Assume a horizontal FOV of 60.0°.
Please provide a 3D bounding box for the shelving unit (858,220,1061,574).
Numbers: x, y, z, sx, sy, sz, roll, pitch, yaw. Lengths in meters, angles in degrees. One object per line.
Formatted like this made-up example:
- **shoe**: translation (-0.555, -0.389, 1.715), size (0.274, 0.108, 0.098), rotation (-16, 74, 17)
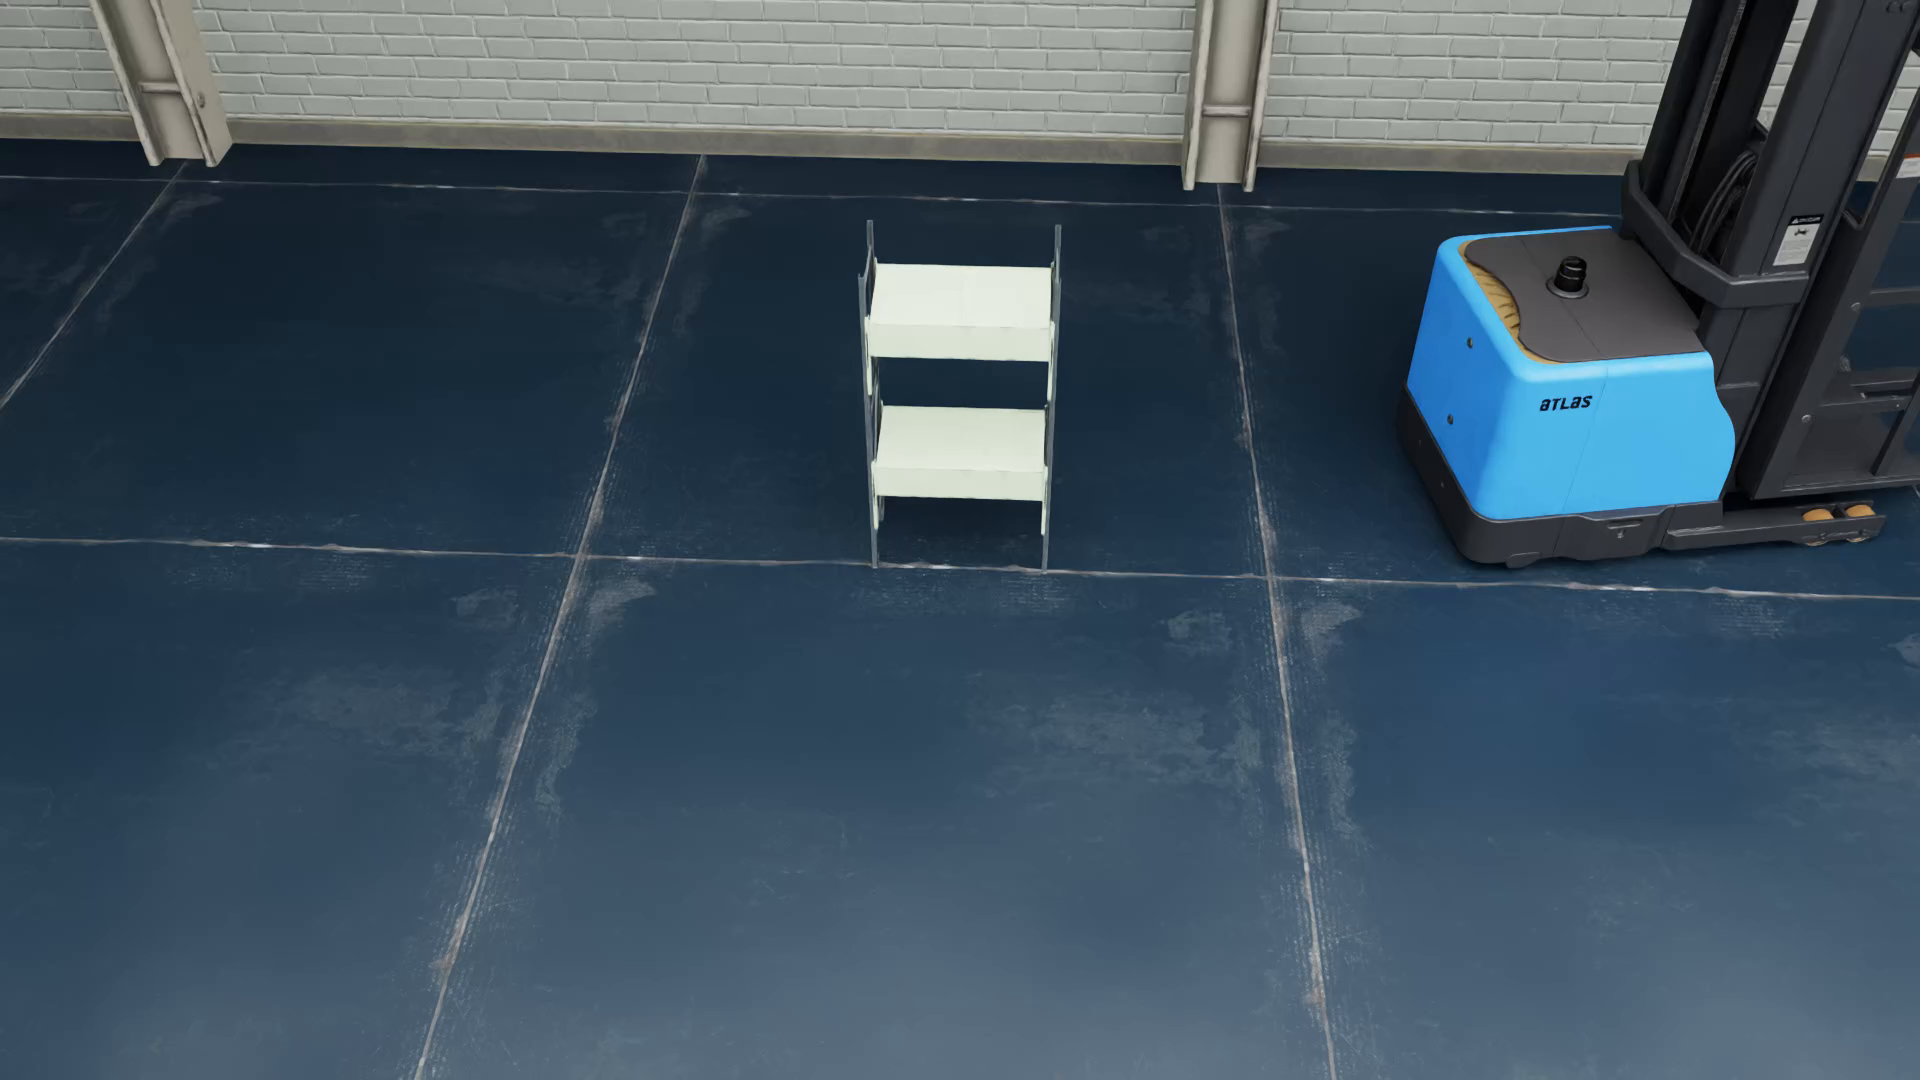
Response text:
- **shelving unit**: translation (0.007, -0.549, 6.824), size (0.755, 1.500, 0.431), rotation (2, 43, 2)

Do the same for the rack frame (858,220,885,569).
- **rack frame**: translation (-0.359, -0.560, 6.836), size (0.023, 1.500, 0.400), rotation (2, 43, 2)

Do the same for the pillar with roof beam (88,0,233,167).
- **pillar with roof beam**: translation (-4.709, -2.640, 3.567), size (0.400, 9.000, 9.100), rotation (2, 43, 2)

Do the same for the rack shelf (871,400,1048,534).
- **rack shelf**: translation (0.007, -0.310, 7.046), size (0.720, 0.370, 0.431), rotation (2, 43, 2)

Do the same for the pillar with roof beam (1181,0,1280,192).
- **pillar with roof beam**: translation (1.285, -2.456, 3.369), size (0.400, 9.000, 9.100), rotation (2, 43, 2)

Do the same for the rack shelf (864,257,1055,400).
- **rack shelf**: translation (0.007, -0.834, 6.558), size (0.720, 0.370, 0.431), rotation (2, 43, 2)

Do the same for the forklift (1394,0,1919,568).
- **forklift**: translation (3.598, -1.401, 6.689), size (3.031, 2.935, 1.130), rotation (-5, 43, -6)

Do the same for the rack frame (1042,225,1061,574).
- **rack frame**: translation (0.372, -0.537, 6.812), size (0.023, 1.500, 0.400), rotation (2, 43, 2)
